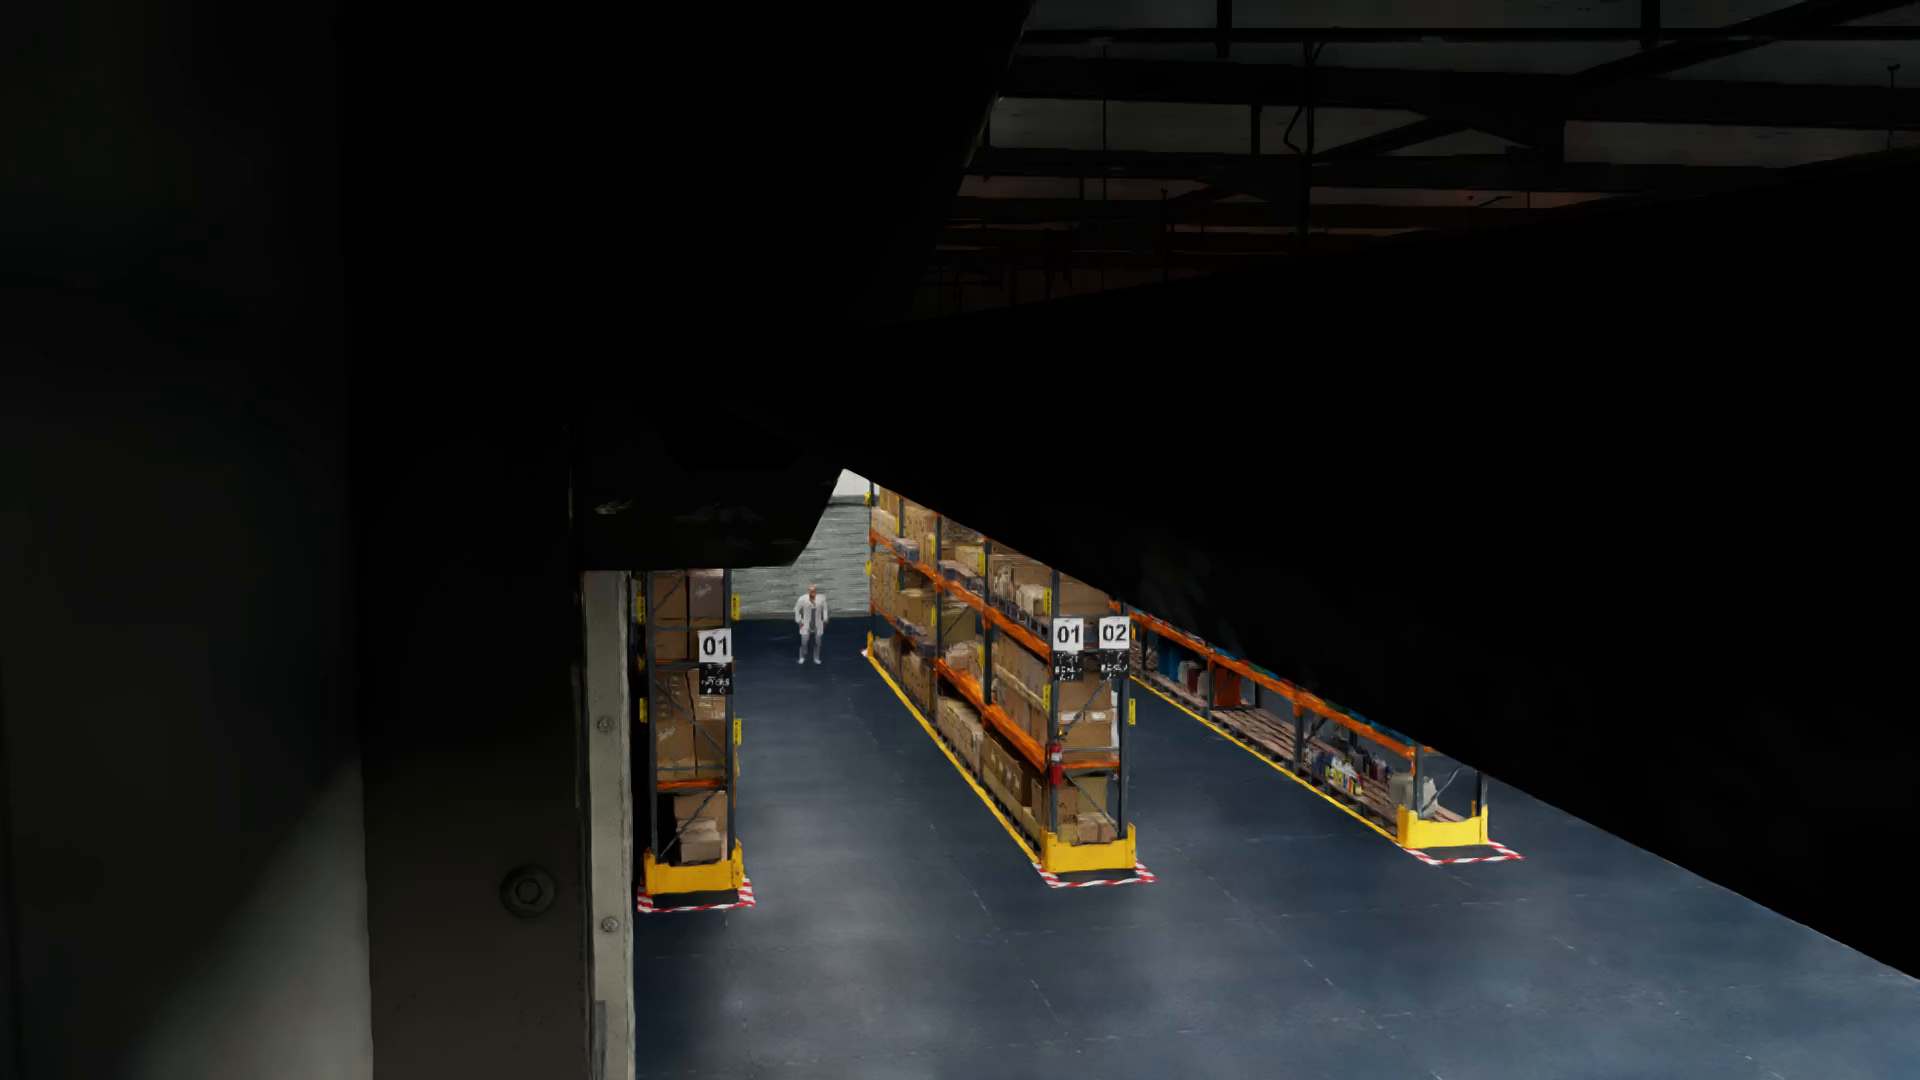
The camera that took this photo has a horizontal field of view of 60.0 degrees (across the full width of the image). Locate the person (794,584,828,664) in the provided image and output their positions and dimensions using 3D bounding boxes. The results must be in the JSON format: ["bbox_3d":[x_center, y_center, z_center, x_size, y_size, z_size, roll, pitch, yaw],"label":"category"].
[{"bbox_3d":[-3.165,1.831,35.402,0.729,1.631,0.546,-1,6,-13],"label":"person"}]

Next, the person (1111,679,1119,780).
[{"bbox_3d":[2.228,2.856,25.601,0.445,1.584,1.110,-1,6,-9],"label":"person"}]

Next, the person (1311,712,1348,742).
[{"bbox_3d":[6.277,2.532,28.242,0.670,1.718,0.698,-2,6,-19],"label":"person"}]
